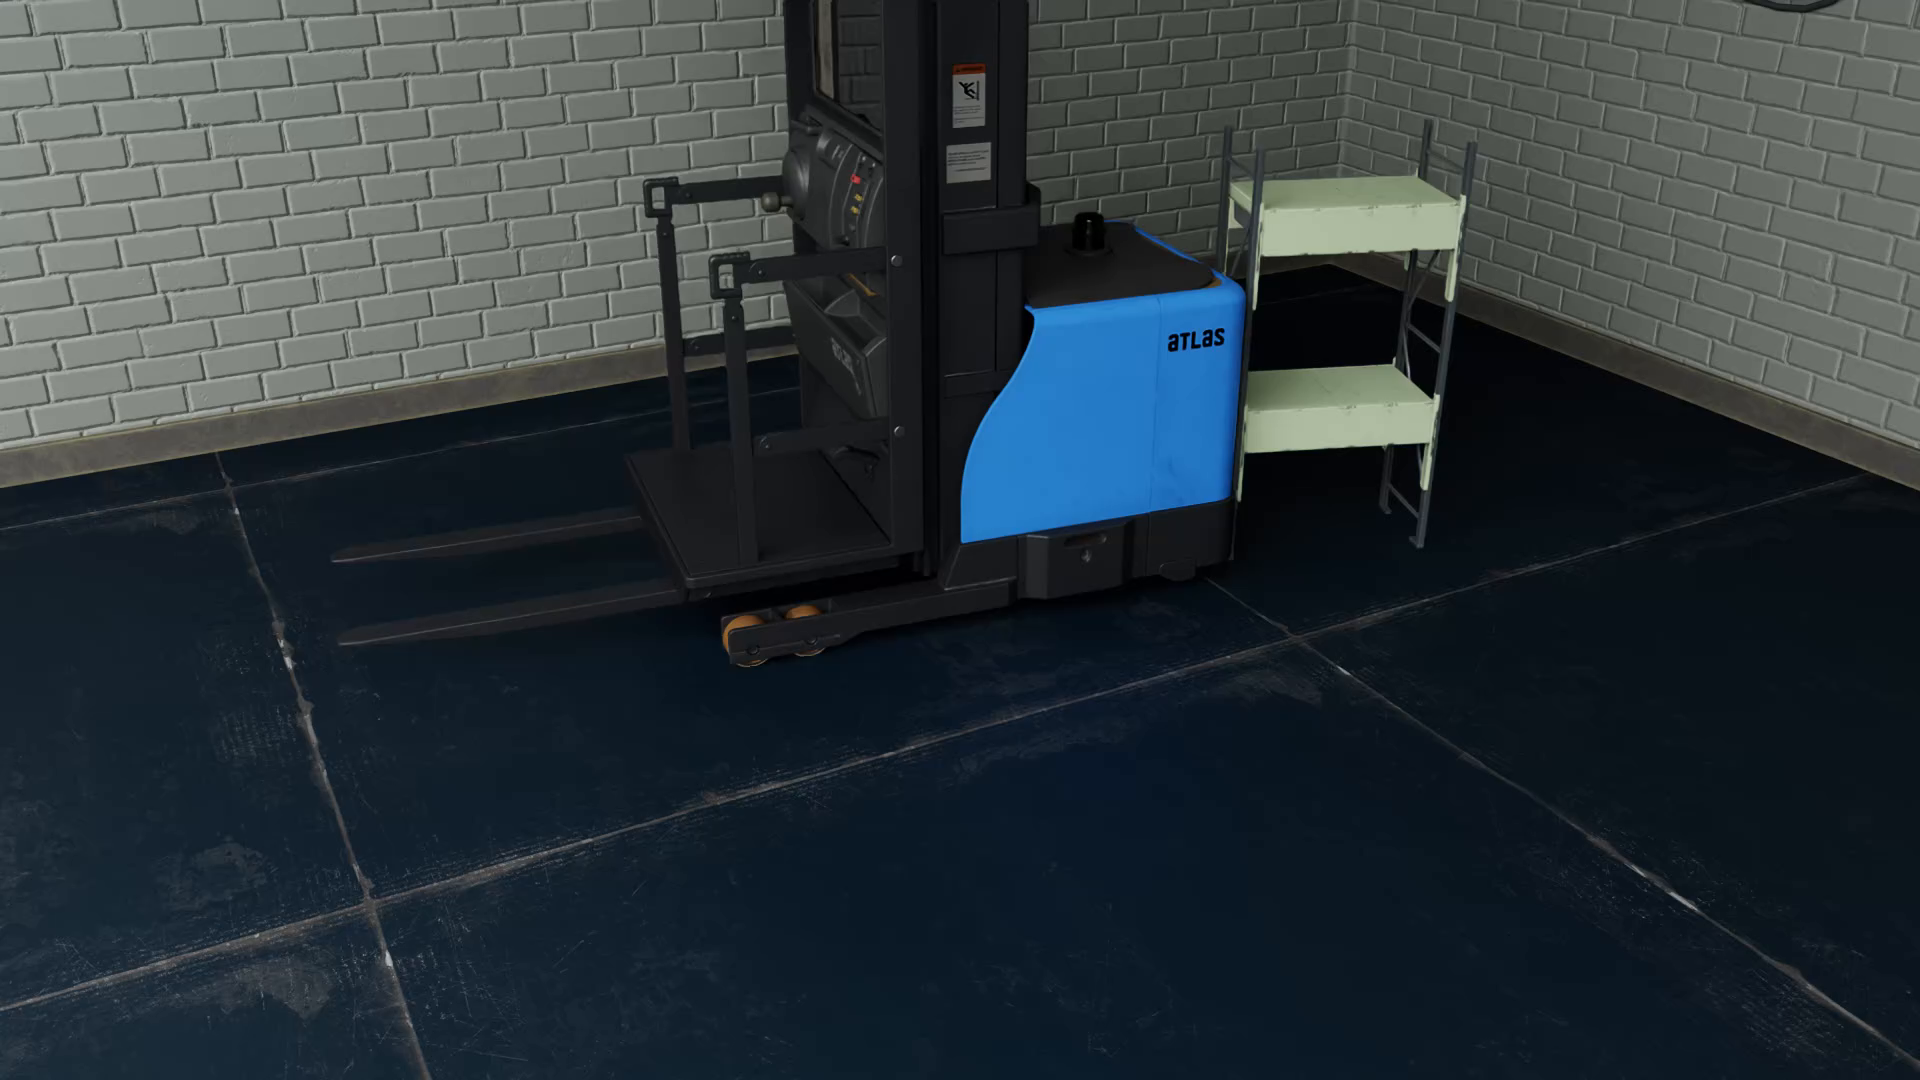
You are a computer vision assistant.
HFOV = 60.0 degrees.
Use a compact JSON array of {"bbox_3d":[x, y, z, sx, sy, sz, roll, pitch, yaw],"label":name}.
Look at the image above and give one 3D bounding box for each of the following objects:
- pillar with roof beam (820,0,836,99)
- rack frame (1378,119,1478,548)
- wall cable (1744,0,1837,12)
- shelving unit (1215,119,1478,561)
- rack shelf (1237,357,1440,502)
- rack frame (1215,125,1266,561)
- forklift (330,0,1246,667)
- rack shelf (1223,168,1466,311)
[{"bbox_3d":[1.586,-3.351,2.832,0.400,9.000,9.100,-13,29,-25],"label":"pillar with roof beam"},{"bbox_3d":[1.686,-0.732,6.041,0.023,1.500,0.400,-4,26,-8],"label":"rack frame"},{"bbox_3d":[2.782,-3.690,7.127,0.112,2.526,3.097,-13,29,-25],"label":"wall cable"},{"bbox_3d":[1.324,-0.709,5.993,0.755,1.500,0.431,-4,26,-8],"label":"shelving unit"},{"bbox_3d":[1.324,-0.415,6.134,0.720,0.370,0.431,-4,26,-8],"label":"rack shelf"},{"bbox_3d":[0.962,-0.686,5.945,0.023,1.500,0.400,-4,26,-8],"label":"rack frame"},{"bbox_3d":[-0.597,-1.167,5.294,3.031,2.935,1.130,-9,27,-19],"label":"forklift"},{"bbox_3d":[1.324,-1.060,5.824,0.720,0.370,0.431,-4,26,-8],"label":"rack shelf"}]
